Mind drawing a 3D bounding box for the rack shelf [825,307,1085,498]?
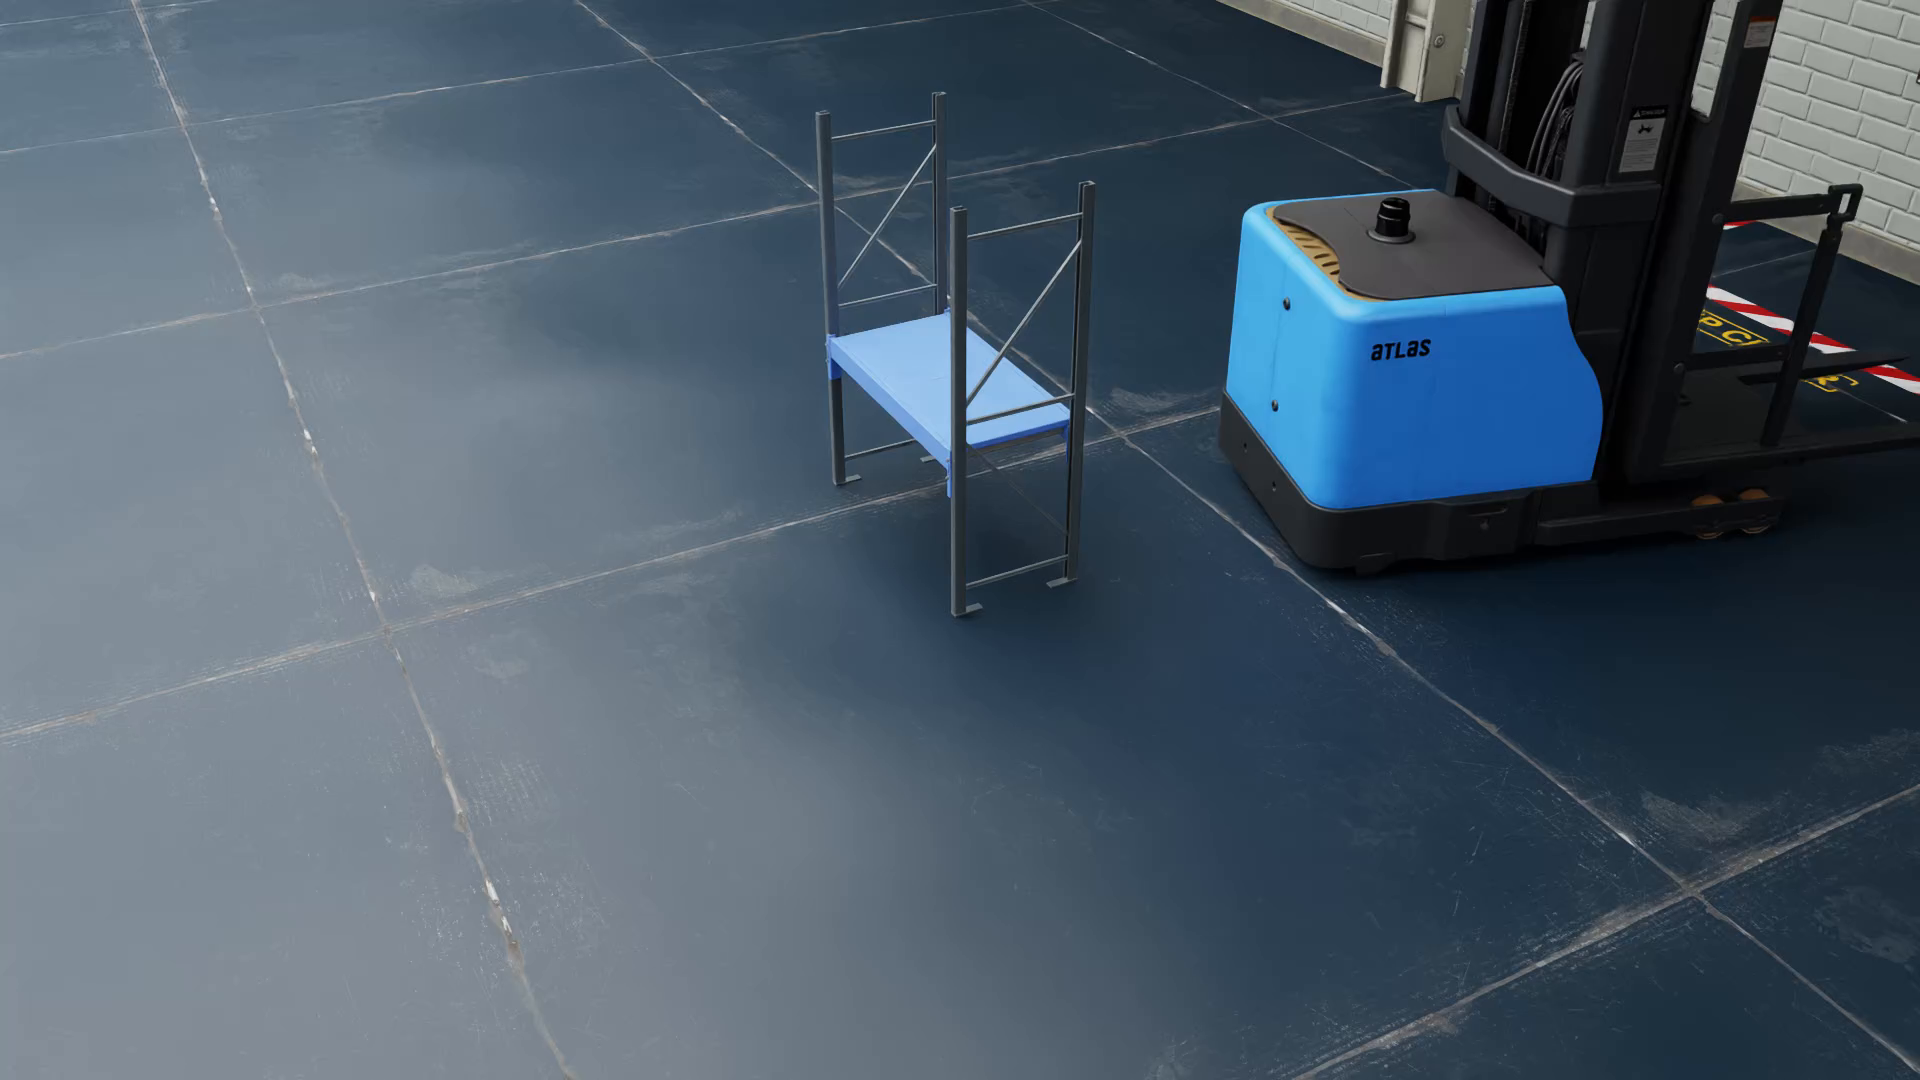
[{"bbox_3d":[-0.040,-0.521,6.006,0.538,0.185,1.000,-16,36,-23],"label":"rack shelf"}]

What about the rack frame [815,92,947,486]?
[{"bbox_3d":[-0.277,-0.915,6.288,0.500,1.500,0.032,-16,36,-23],"label":"rack frame"}]

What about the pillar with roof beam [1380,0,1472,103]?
[{"bbox_3d":[-0.832,-5.627,6.691,9.100,9.000,0.400,-16,36,-23],"label":"pillar with roof beam"}]

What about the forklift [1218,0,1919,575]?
[{"bbox_3d":[2.615,-1.509,5.888,3.031,2.935,1.130,-7,33,-10],"label":"forklift"}]

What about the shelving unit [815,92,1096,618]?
[{"bbox_3d":[-0.040,-0.672,5.909,0.538,1.500,1.048,-16,36,-23],"label":"shelving unit"}]

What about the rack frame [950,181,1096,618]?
[{"bbox_3d":[0.197,-0.430,5.530,0.500,1.500,0.032,-16,36,-23],"label":"rack frame"}]

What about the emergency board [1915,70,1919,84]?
[{"bbox_3d":[4.668,-2.518,7.399,0.157,1.169,0.626,-16,36,-23],"label":"emergency board"}]
